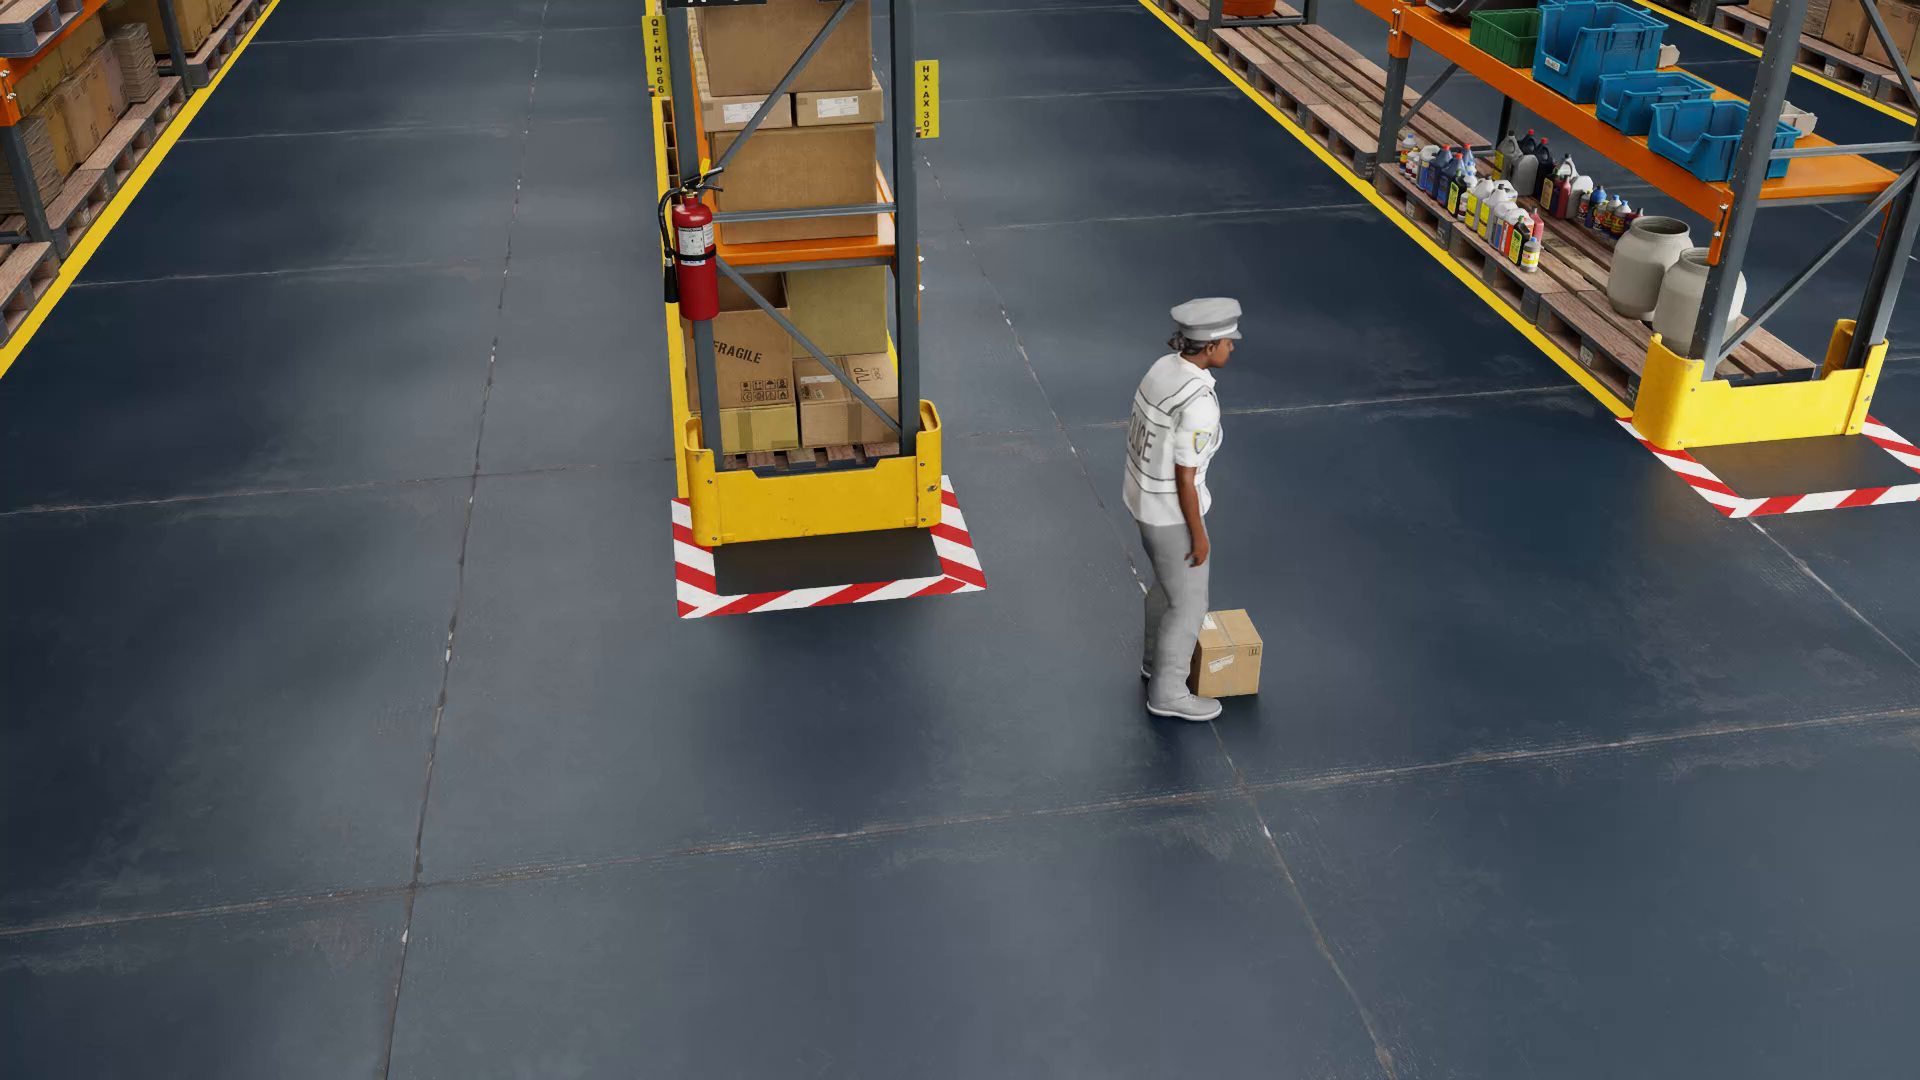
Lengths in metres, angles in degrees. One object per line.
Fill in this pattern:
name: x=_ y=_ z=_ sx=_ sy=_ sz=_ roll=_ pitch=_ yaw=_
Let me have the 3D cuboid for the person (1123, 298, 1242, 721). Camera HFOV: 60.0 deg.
person: x=0.841 y=-0.113 z=6.324 sx=0.423 sy=1.657 sz=0.504 roll=-6 pitch=31 yaw=-10
